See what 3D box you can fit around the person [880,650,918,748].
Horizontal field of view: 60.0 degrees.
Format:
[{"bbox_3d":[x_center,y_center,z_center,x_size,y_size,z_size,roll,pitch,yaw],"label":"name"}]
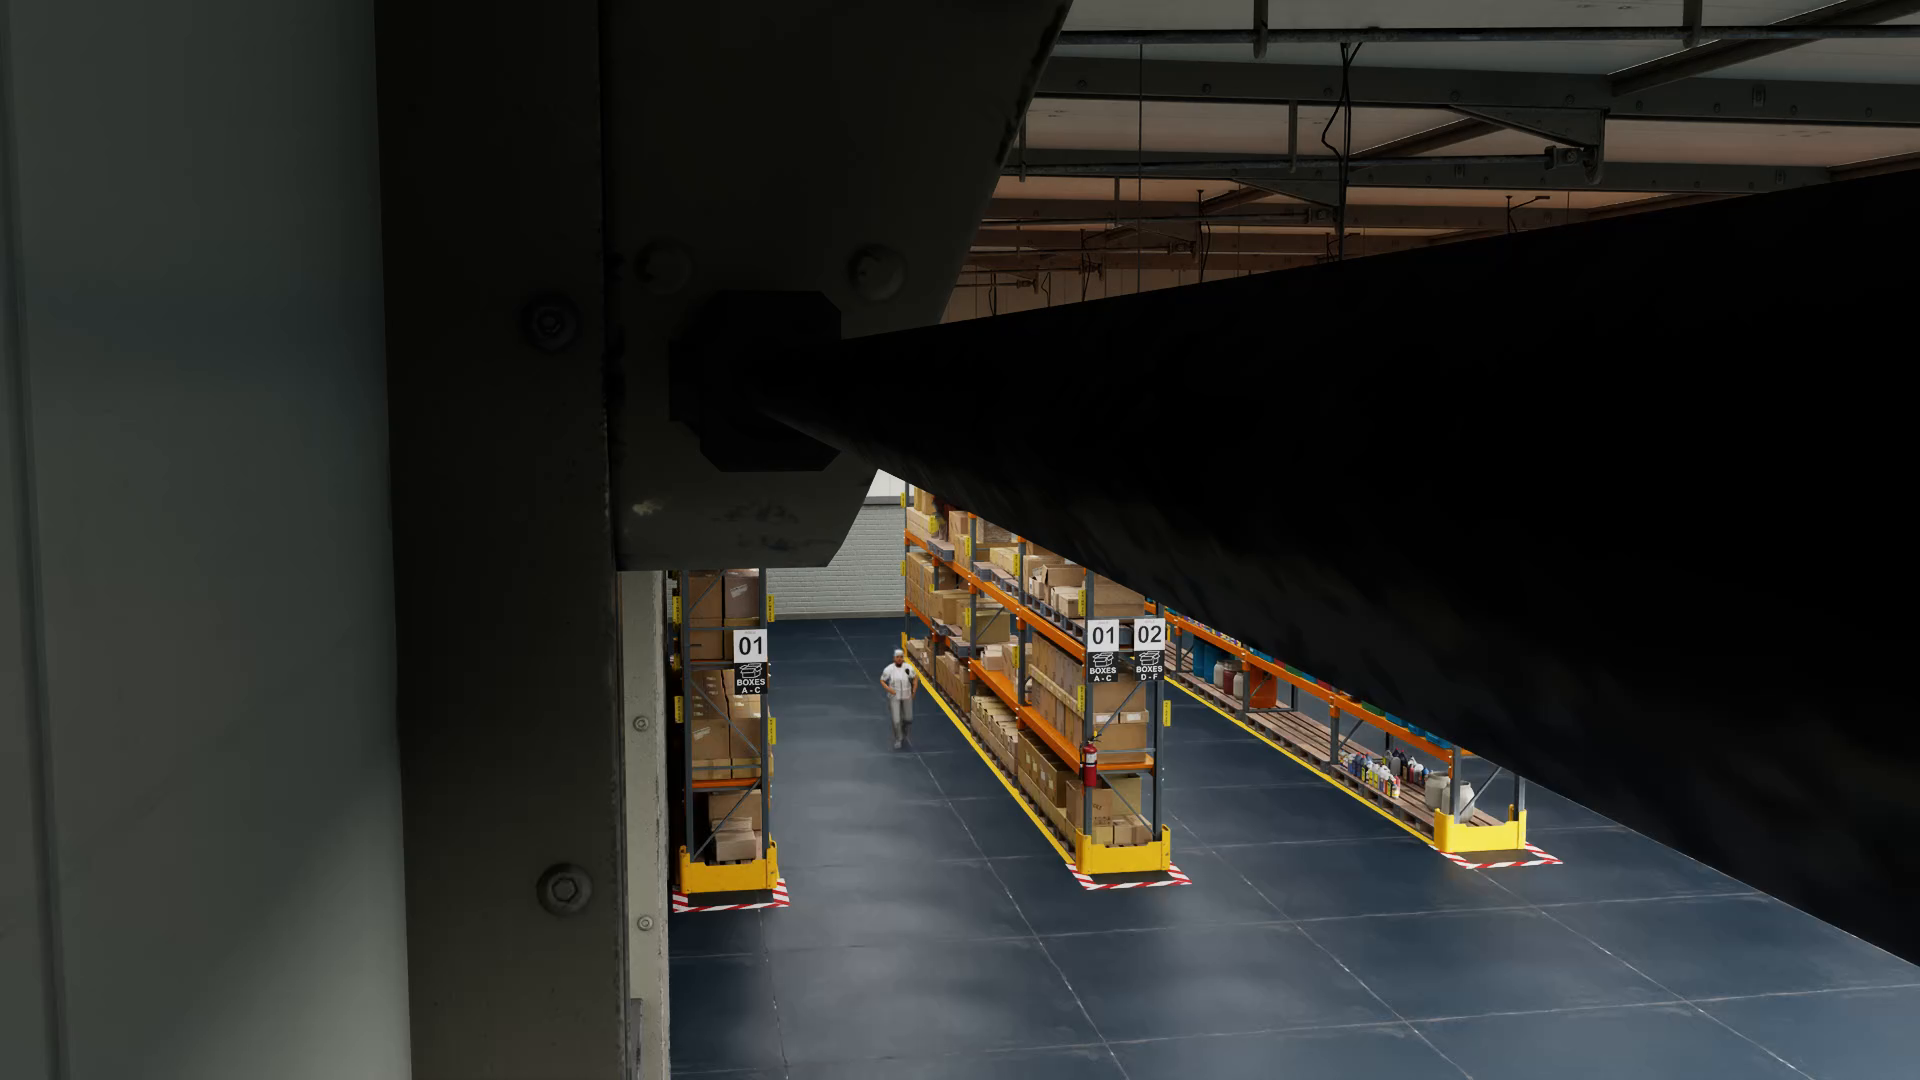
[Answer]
[{"bbox_3d":[-1.005,2.645,27.823,0.661,1.625,0.512,-1,6,-12],"label":"person"}]
